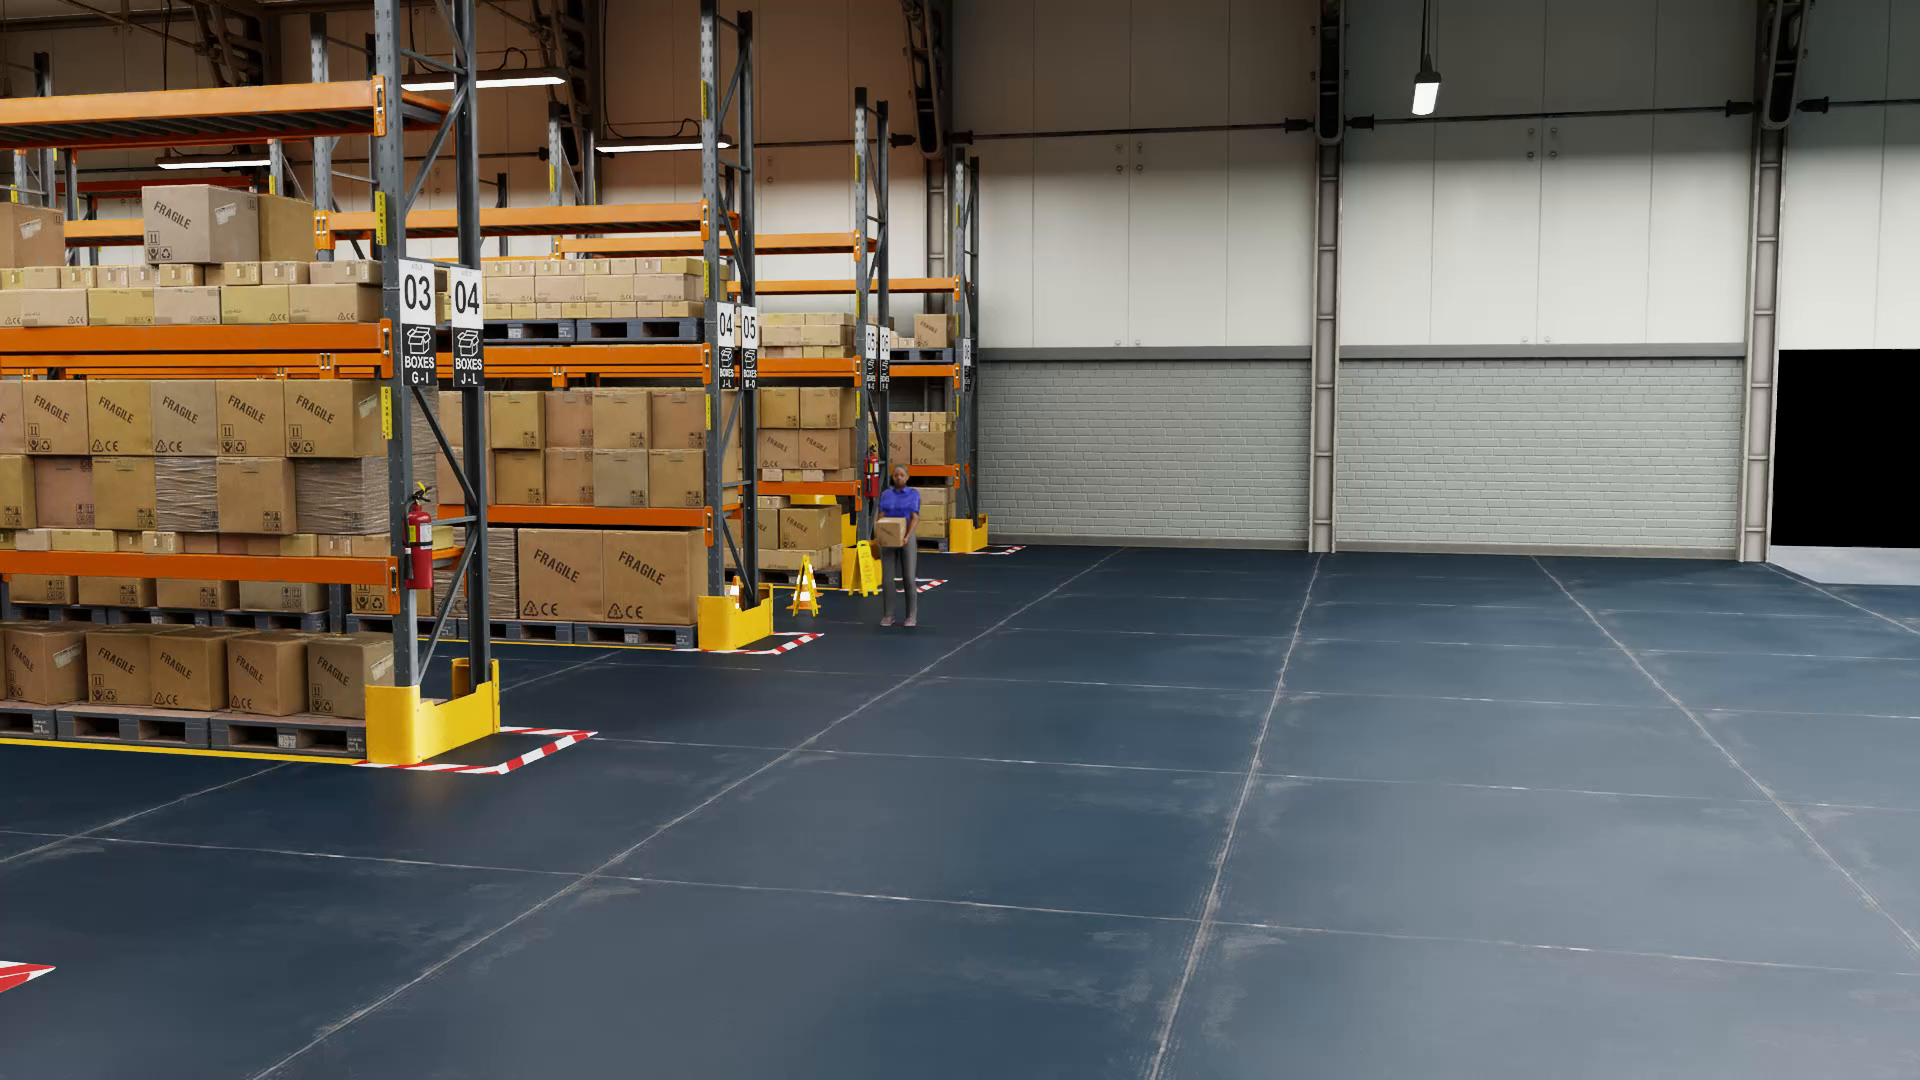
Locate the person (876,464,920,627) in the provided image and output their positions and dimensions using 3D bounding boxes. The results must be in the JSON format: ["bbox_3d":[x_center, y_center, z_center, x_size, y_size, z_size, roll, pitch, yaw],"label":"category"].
[{"bbox_3d":[-0.645,0.061,16.935,0.441,1.656,0.502,1,5,13],"label":"person"}]
